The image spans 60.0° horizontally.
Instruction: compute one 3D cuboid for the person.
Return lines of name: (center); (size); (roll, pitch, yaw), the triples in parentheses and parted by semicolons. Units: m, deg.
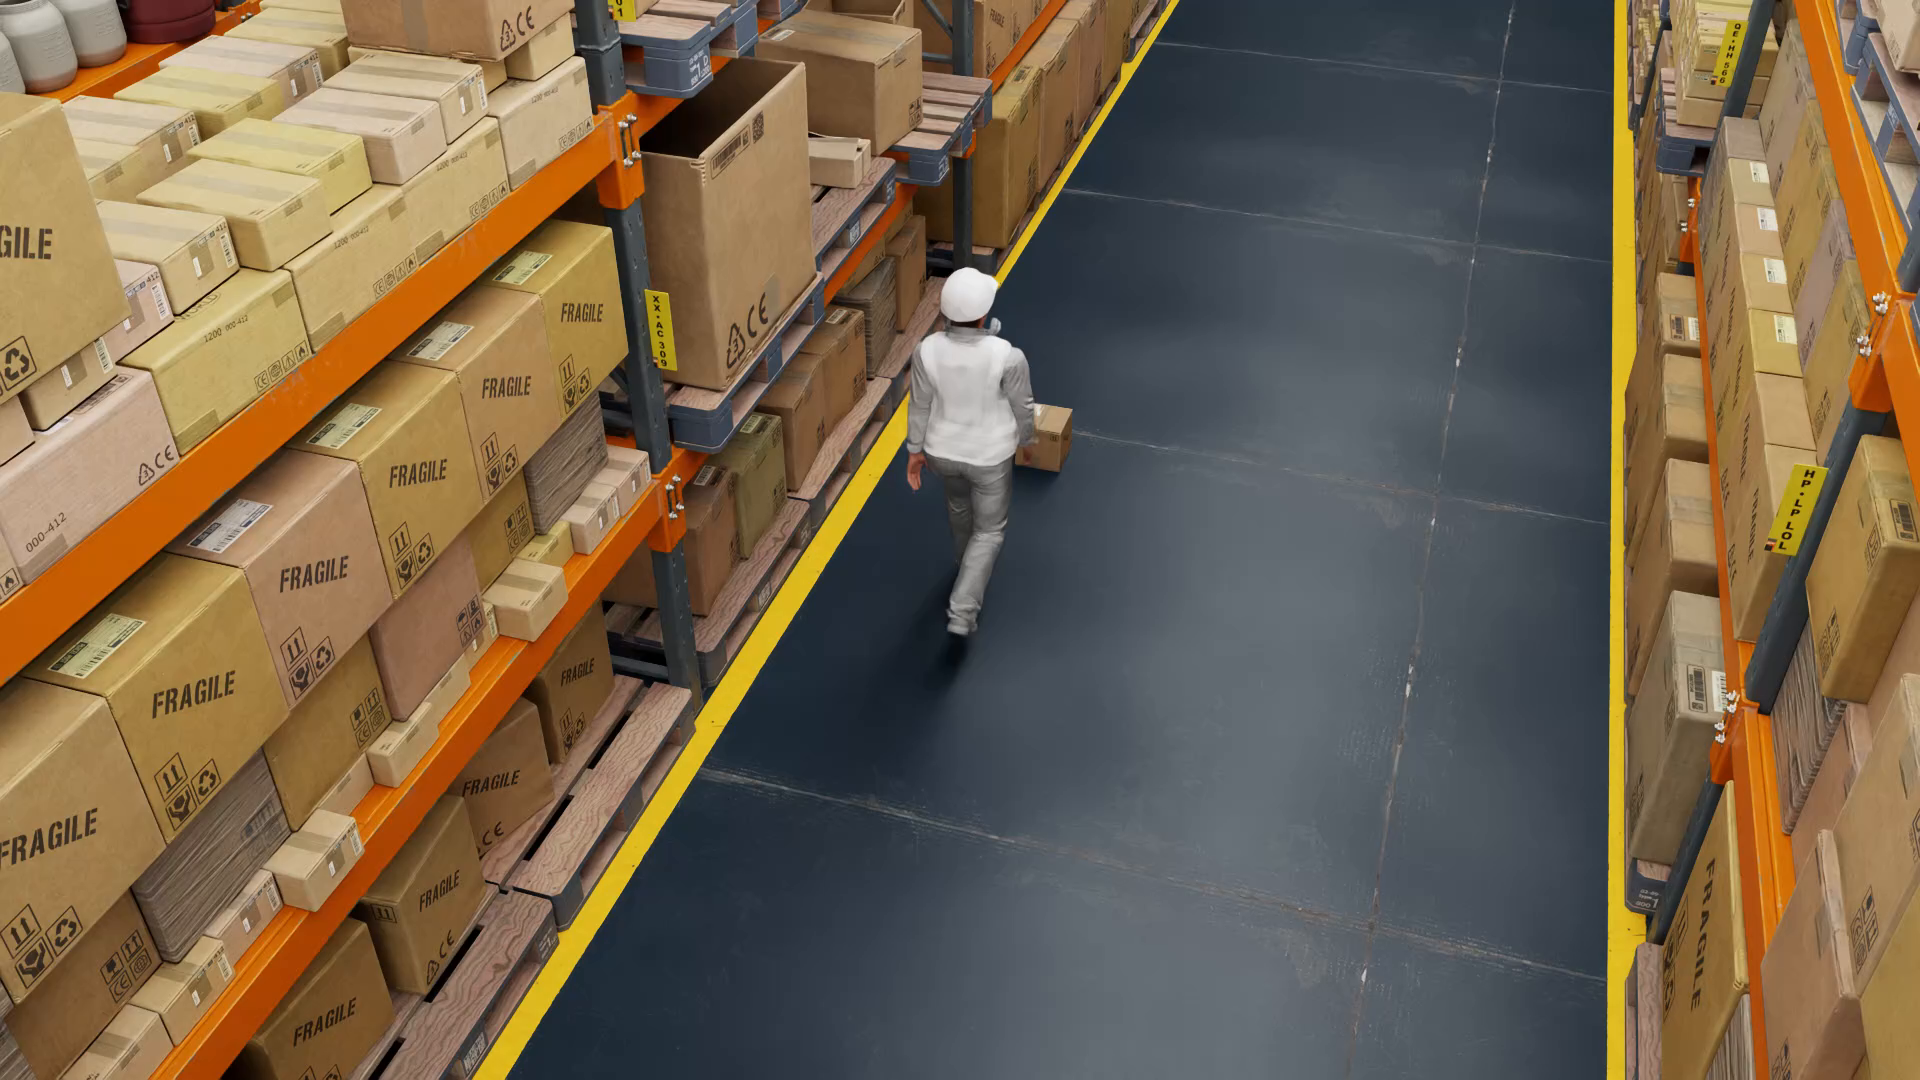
person: (0.047, -0.410, 7.418); (0.548, 1.743, 0.961); (11, 38, 15)
